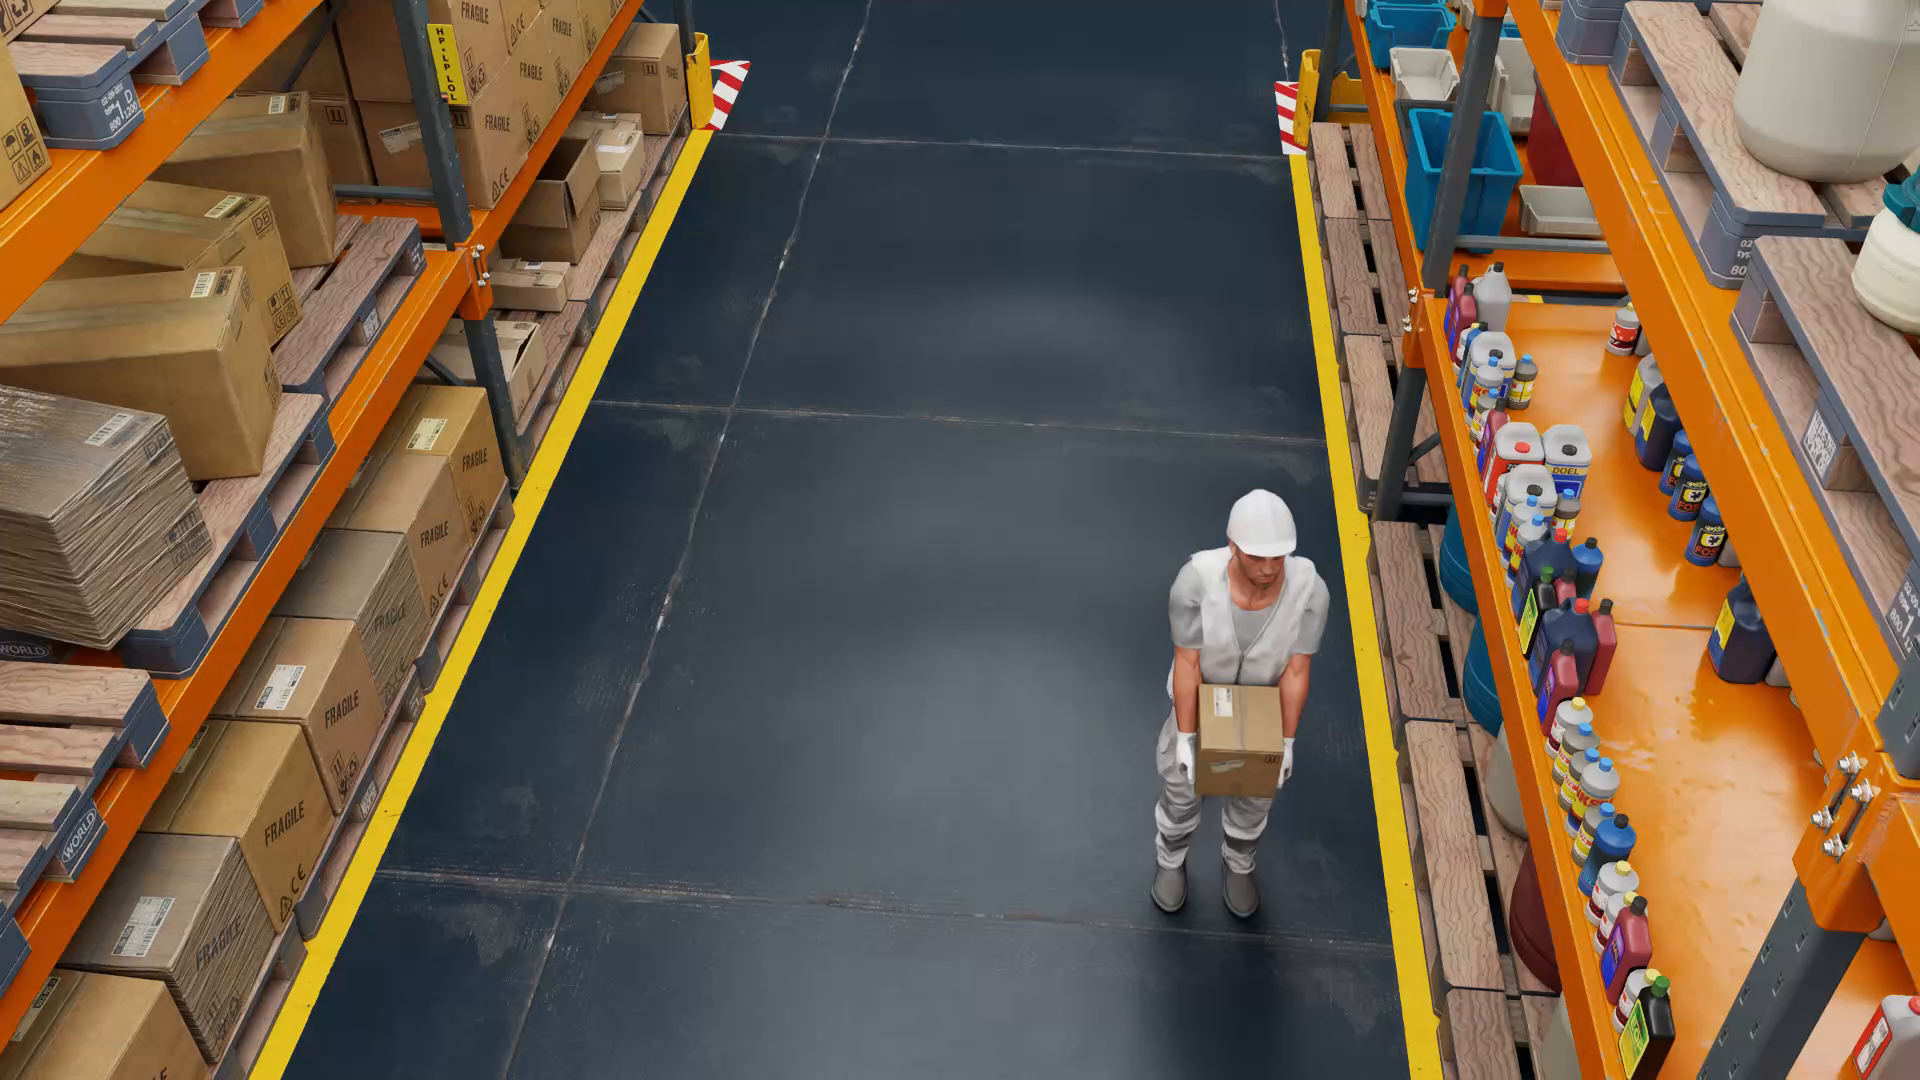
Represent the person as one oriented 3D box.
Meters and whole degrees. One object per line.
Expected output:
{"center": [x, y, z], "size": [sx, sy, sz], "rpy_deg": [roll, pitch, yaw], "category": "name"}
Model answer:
{"center": [0.892, 0.606, 5.408], "size": [0.495, 1.784, 0.560], "rpy_deg": [3, 40, 3], "category": "person"}
